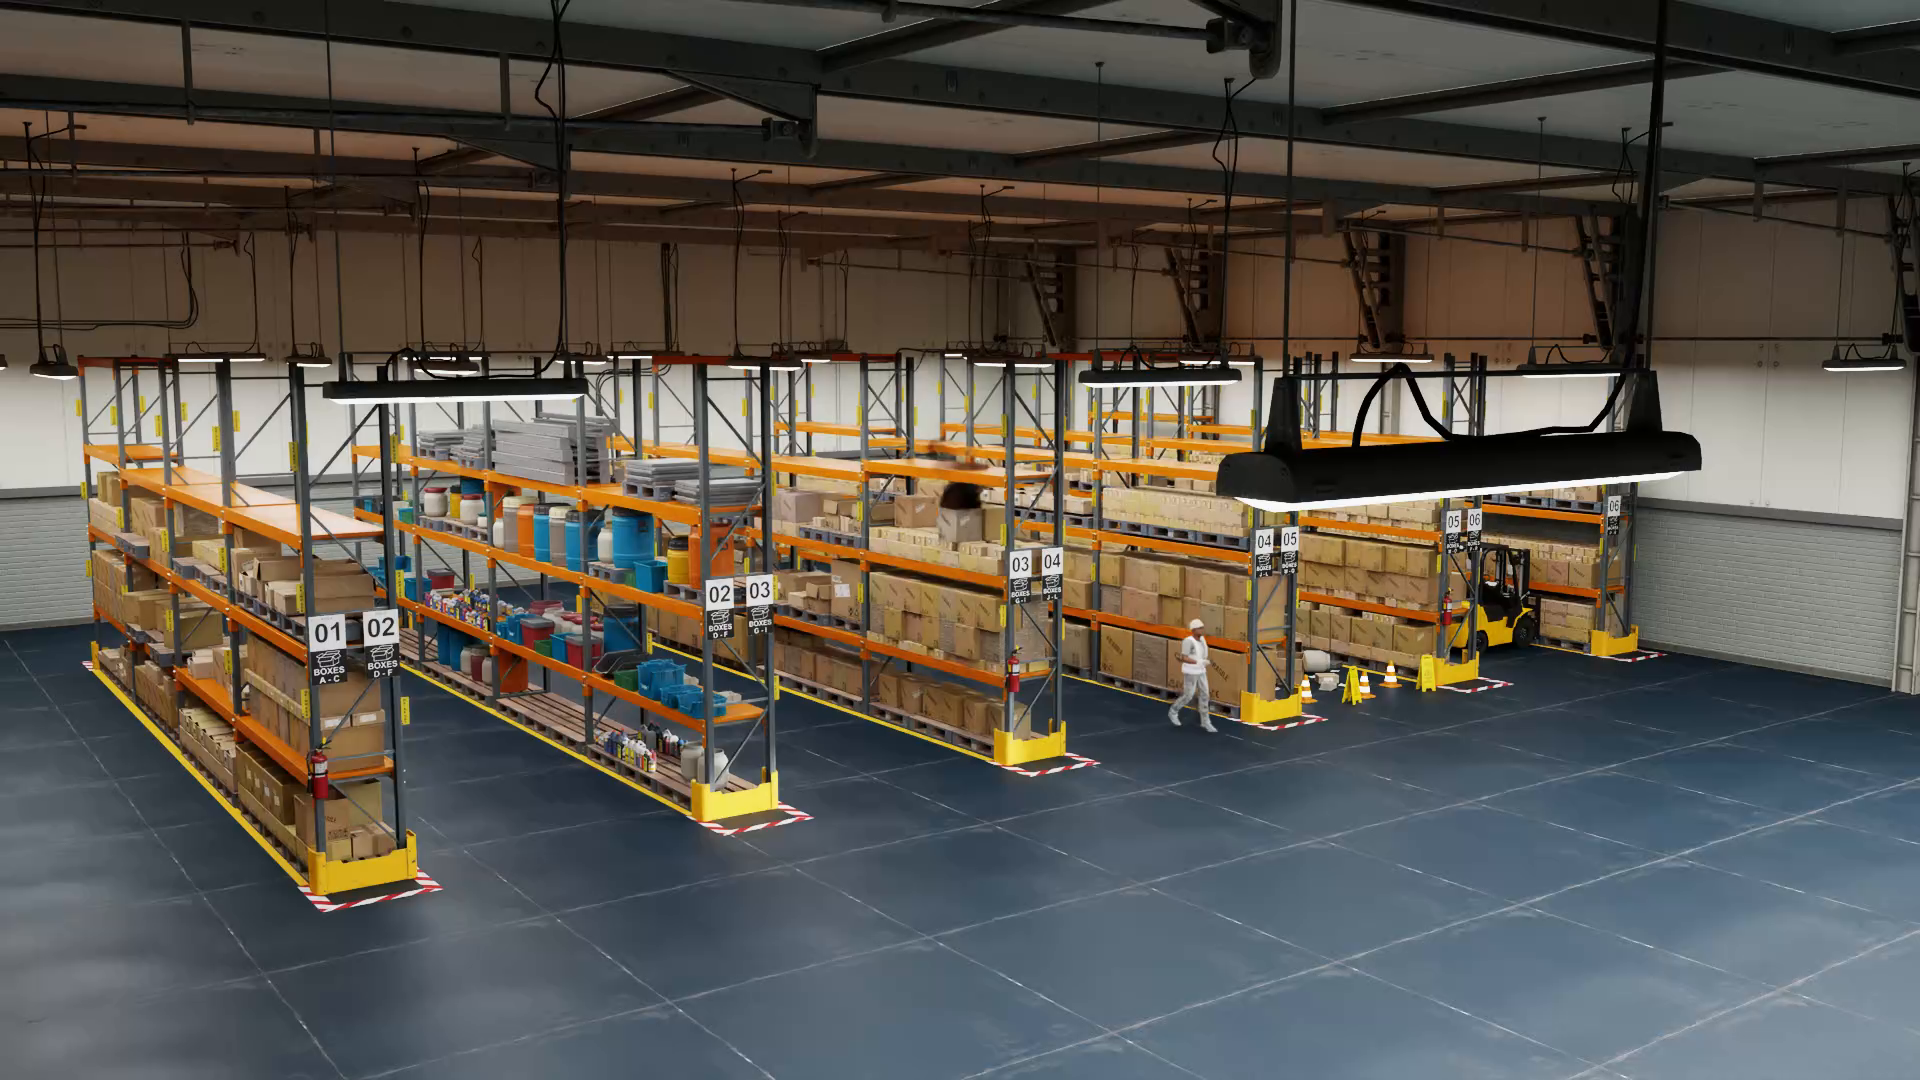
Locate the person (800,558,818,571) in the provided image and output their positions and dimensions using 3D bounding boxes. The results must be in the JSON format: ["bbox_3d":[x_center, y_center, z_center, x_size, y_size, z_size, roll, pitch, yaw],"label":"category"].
[{"bbox_3d":[-3.884,0.390,42.553,0.735,1.603,0.552,-5,8,-33],"label":"person"}]

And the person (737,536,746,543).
[{"bbox_3d":[-5.242,0.739,39.175,0.755,1.696,0.573,0,7,-4],"label":"person"}]

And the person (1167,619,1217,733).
[{"bbox_3d":[3.783,2.178,26.947,0.864,1.819,0.706,6,9,40],"label":"person"}]
